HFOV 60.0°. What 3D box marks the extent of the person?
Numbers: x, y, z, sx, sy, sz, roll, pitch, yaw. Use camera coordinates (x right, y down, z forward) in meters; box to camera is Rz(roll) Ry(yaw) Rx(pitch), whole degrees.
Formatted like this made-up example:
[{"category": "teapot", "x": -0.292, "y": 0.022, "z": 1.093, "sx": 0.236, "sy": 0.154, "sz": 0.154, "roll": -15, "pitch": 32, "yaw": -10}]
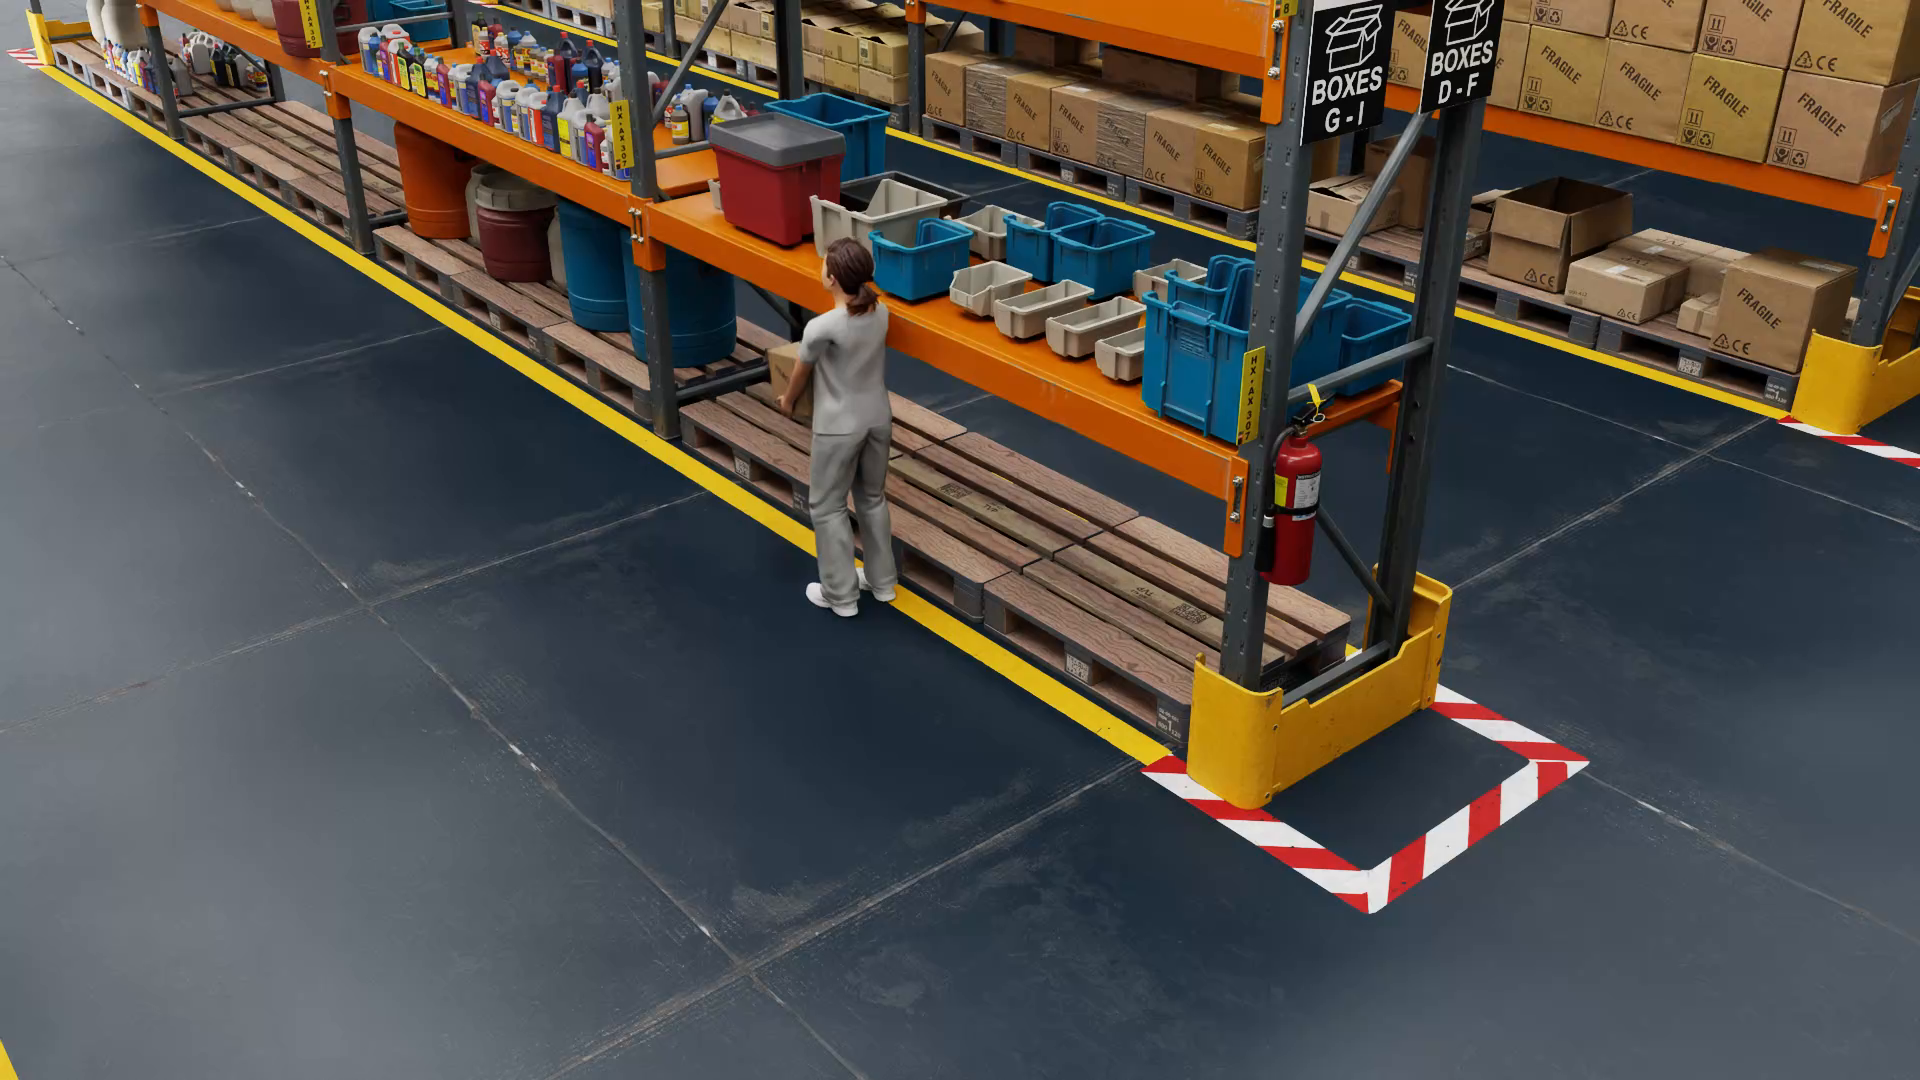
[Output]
[{"category": "person", "x": -0.518, "y": -0.491, "z": 7.050, "sx": 0.409, "sy": 1.668, "sz": 0.536, "roll": -22, "pitch": 35, "yaw": -35}]
